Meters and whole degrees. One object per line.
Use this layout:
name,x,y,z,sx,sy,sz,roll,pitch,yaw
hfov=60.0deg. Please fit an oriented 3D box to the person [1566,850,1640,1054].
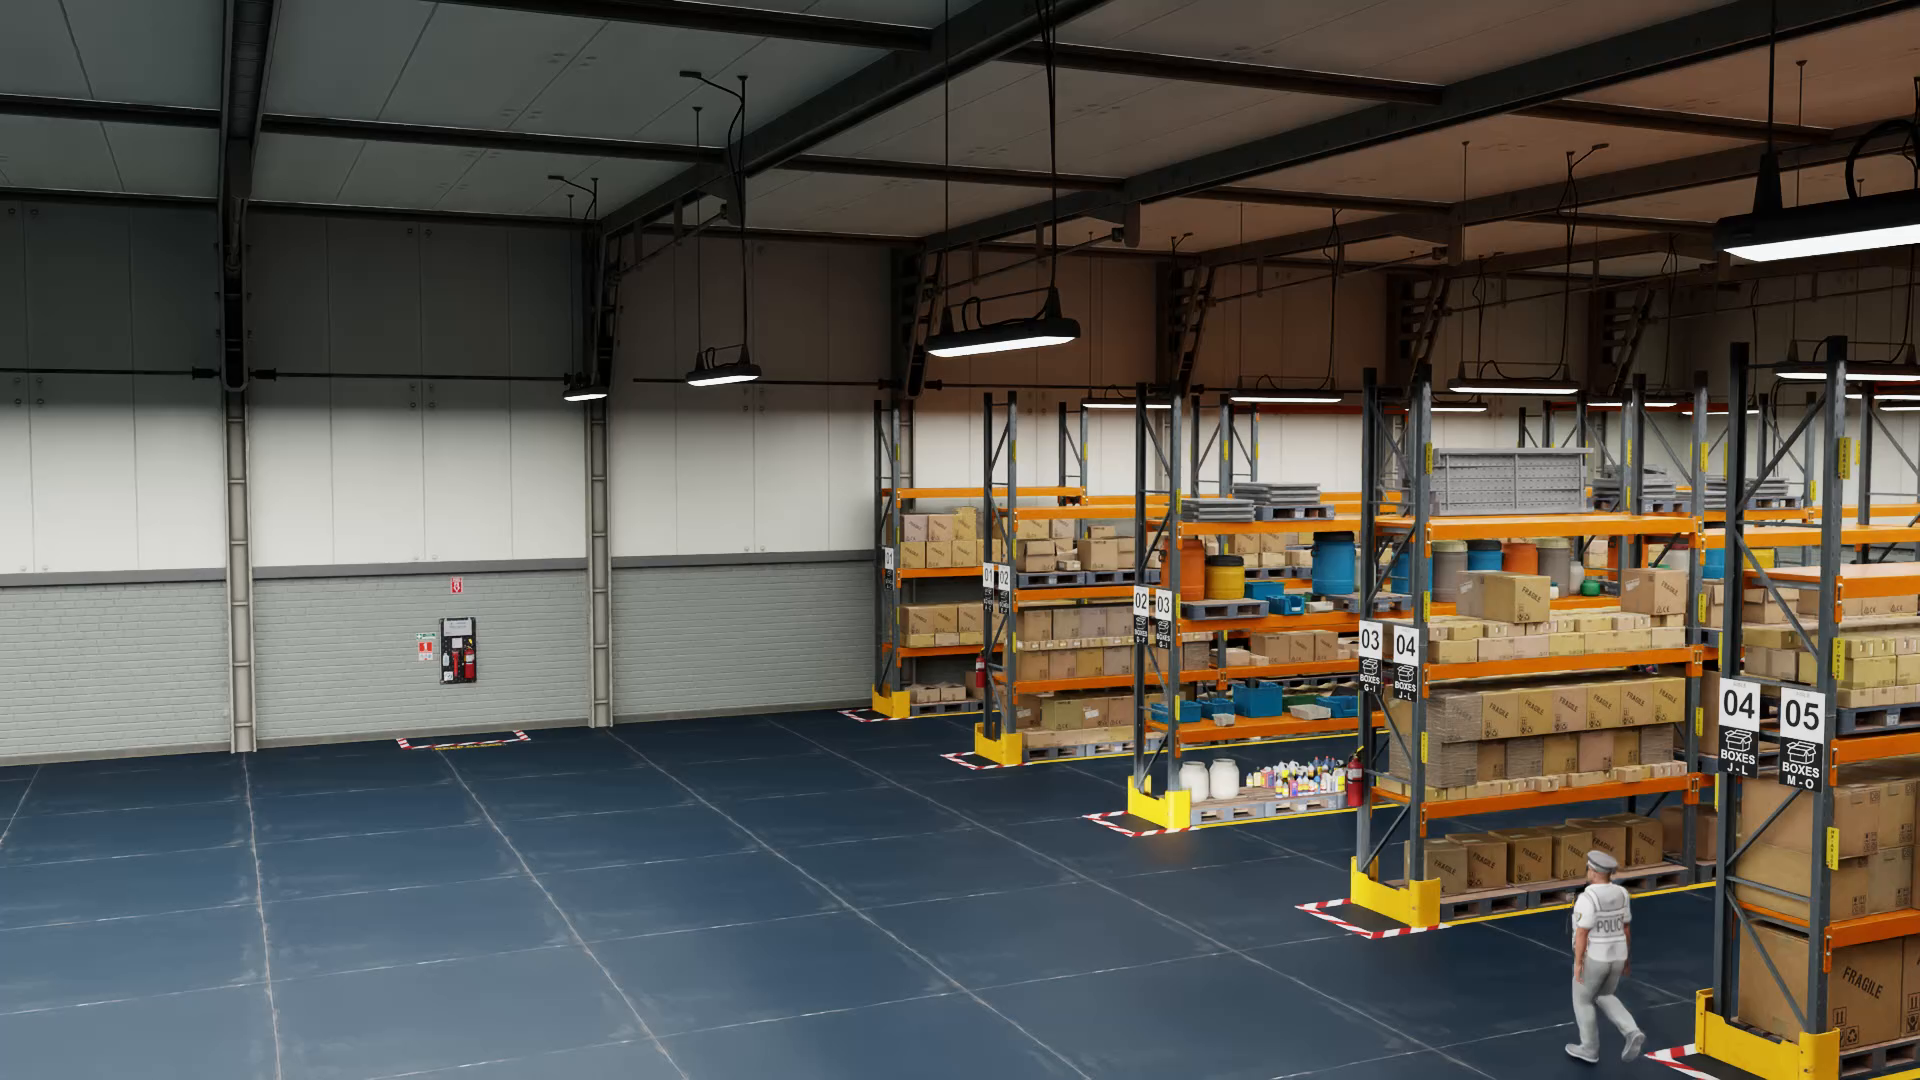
person,5.339,3.423,13.767,0.554,1.680,0.512,-2,4,-27
